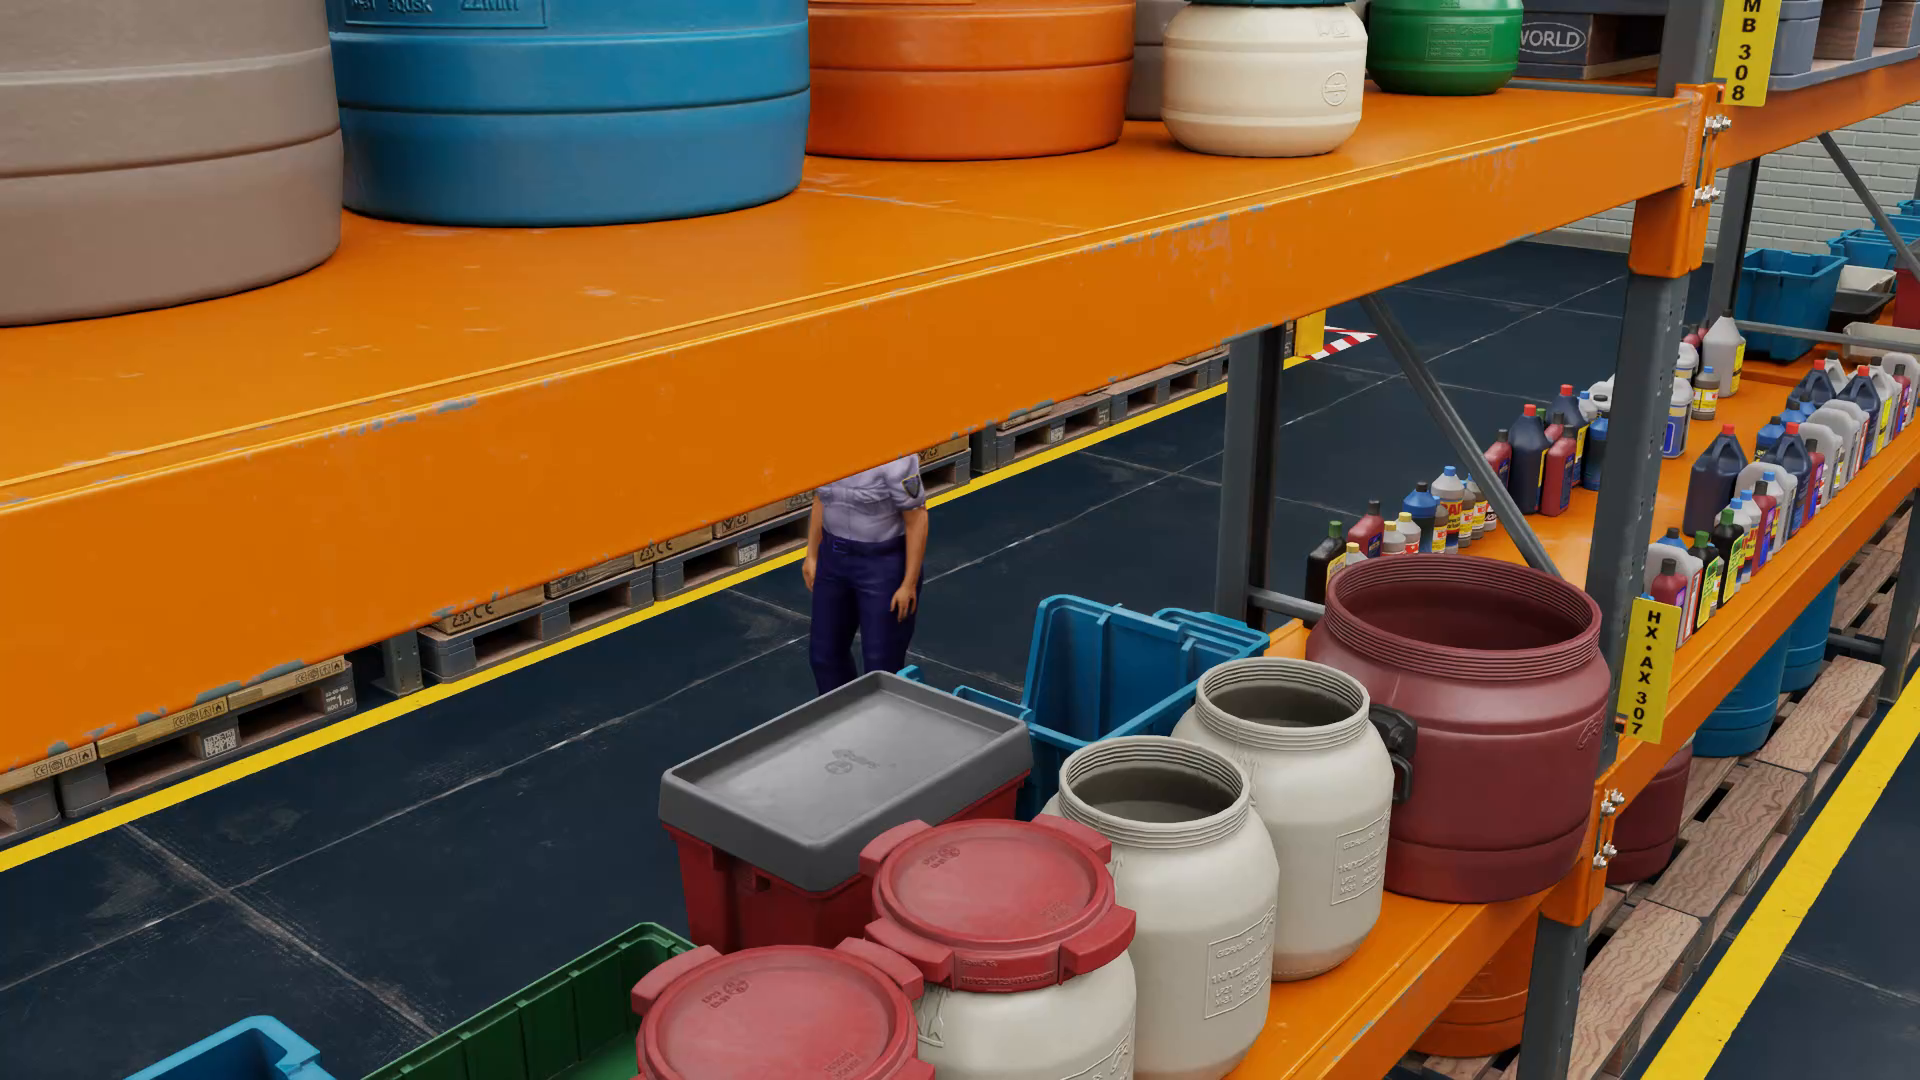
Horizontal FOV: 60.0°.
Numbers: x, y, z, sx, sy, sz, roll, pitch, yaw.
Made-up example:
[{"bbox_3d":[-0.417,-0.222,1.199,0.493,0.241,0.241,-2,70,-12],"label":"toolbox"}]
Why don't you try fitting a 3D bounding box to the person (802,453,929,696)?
[{"bbox_3d":[-0.367,0.127,6.247,0.545,1.650,0.375,14,25,34],"label":"person"}]
